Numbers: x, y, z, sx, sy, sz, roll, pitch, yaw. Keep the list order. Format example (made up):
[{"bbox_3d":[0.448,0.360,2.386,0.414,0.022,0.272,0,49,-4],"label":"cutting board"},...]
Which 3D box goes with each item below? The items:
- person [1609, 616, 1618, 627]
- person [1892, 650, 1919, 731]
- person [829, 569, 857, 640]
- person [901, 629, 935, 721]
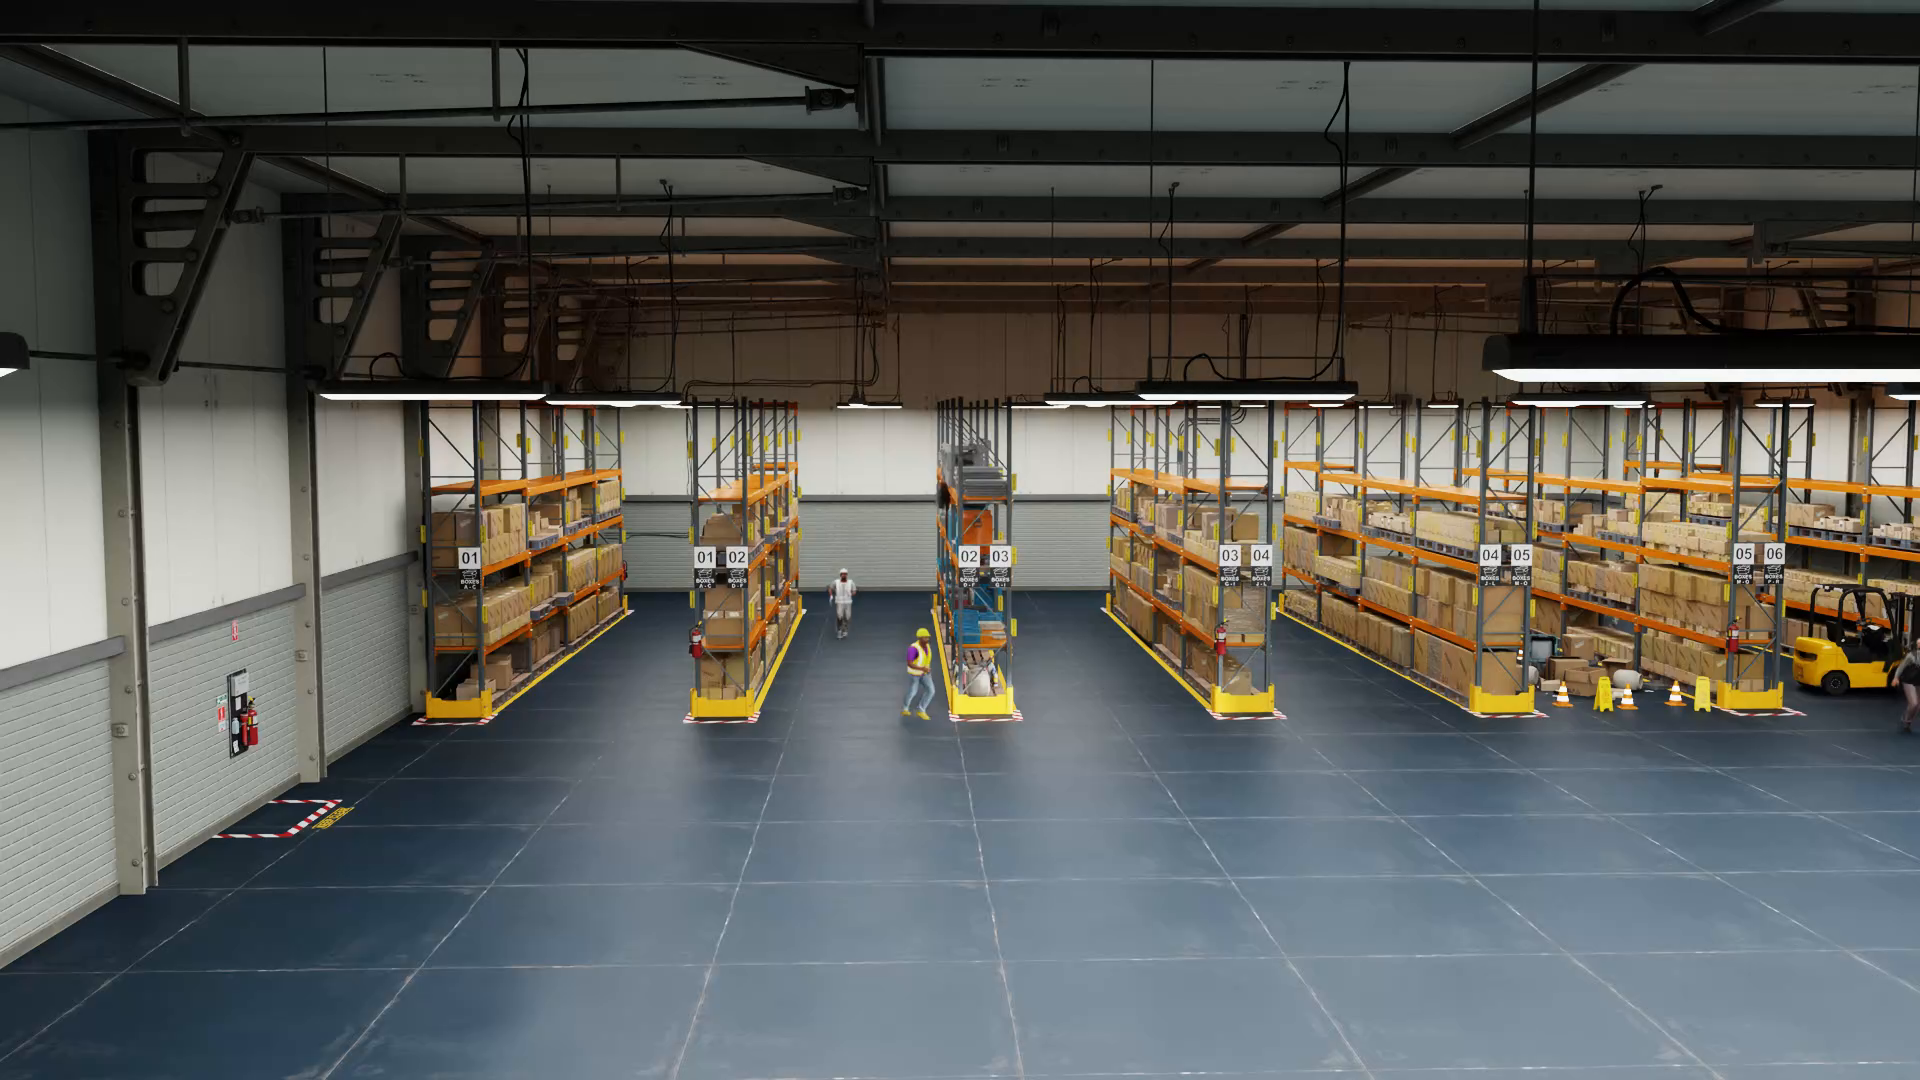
[{"bbox_3d":[17.048,1.505,43.978,0.596,1.659,0.942,-1,5,-15],"label":"person"},{"bbox_3d":[17.060,2.595,29.610,0.637,1.670,0.752,0,4,-4],"label":"person"},{"bbox_3d":[-2.924,1.615,41.703,0.670,1.791,0.713,-1,5,-11],"label":"person"},{"bbox_3d":[-0.806,2.489,30.885,0.693,1.745,0.794,-4,6,-42],"label":"person"}]
